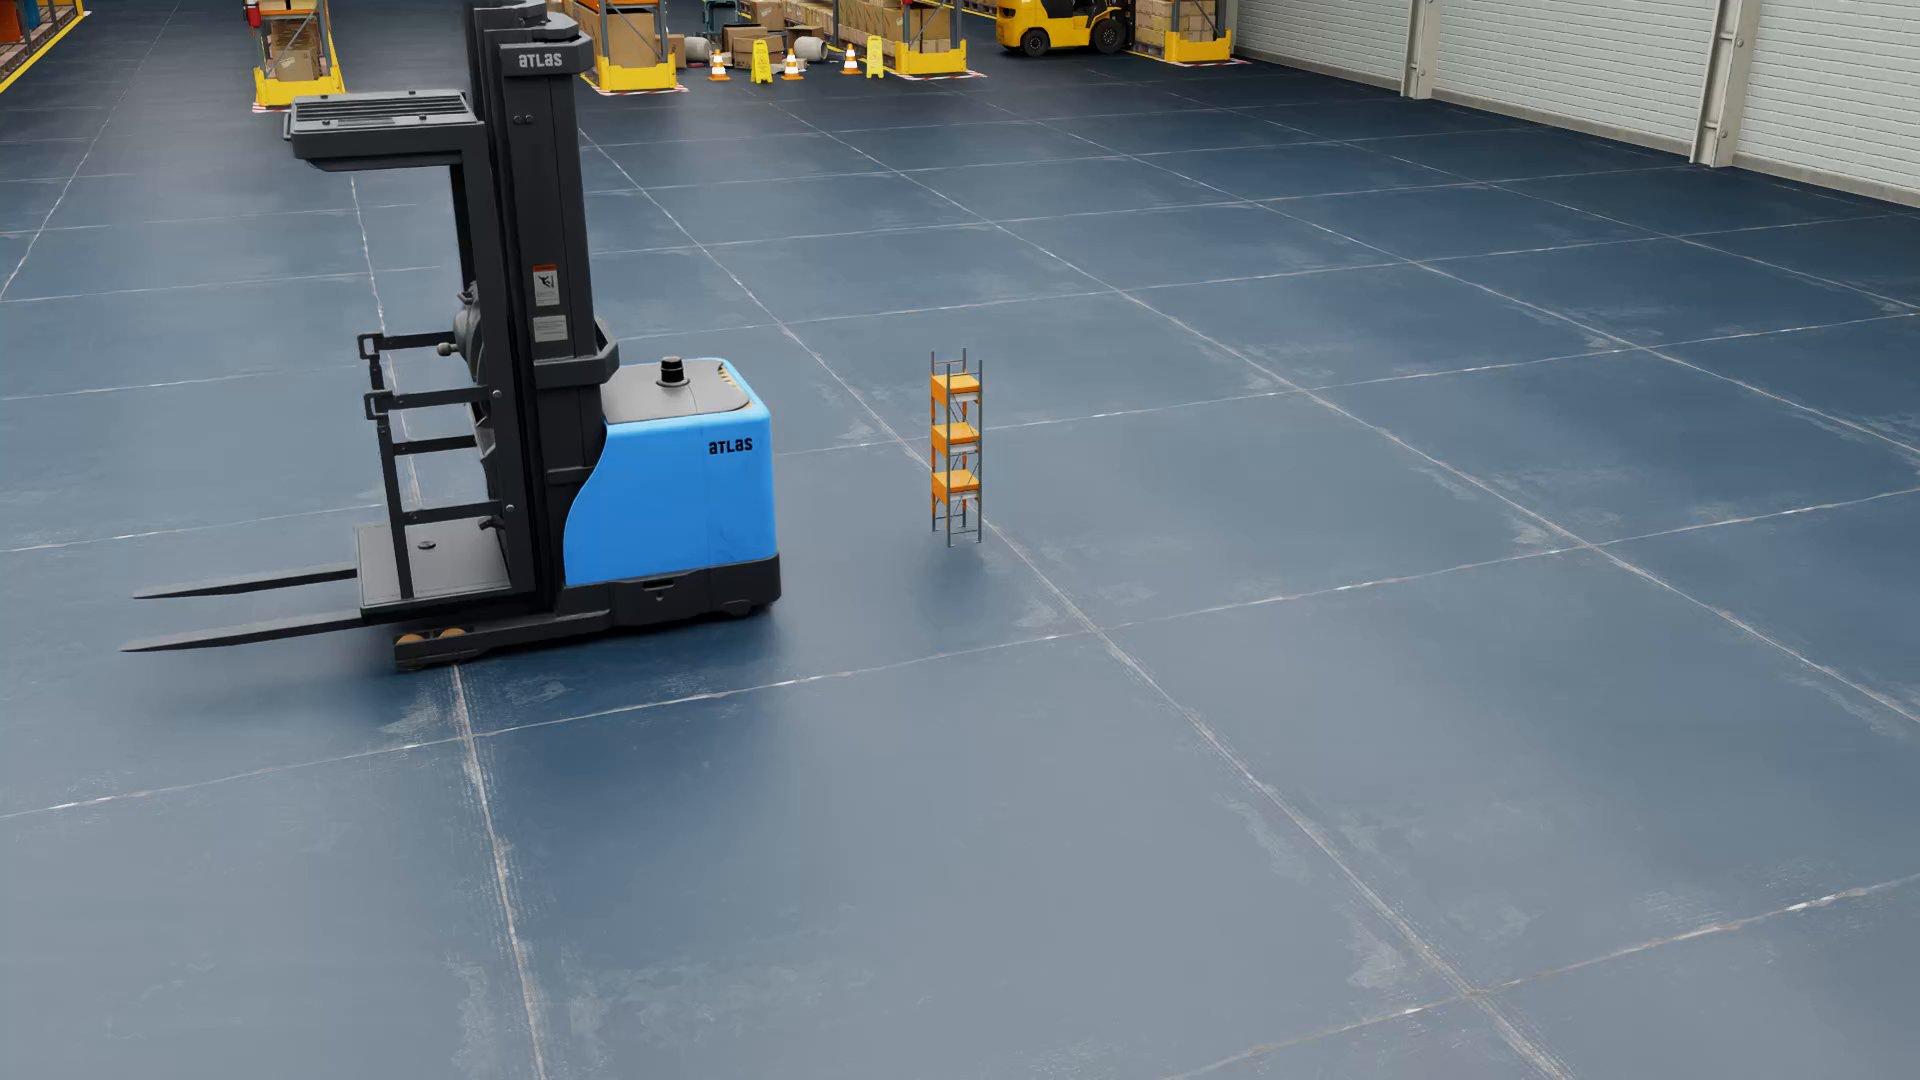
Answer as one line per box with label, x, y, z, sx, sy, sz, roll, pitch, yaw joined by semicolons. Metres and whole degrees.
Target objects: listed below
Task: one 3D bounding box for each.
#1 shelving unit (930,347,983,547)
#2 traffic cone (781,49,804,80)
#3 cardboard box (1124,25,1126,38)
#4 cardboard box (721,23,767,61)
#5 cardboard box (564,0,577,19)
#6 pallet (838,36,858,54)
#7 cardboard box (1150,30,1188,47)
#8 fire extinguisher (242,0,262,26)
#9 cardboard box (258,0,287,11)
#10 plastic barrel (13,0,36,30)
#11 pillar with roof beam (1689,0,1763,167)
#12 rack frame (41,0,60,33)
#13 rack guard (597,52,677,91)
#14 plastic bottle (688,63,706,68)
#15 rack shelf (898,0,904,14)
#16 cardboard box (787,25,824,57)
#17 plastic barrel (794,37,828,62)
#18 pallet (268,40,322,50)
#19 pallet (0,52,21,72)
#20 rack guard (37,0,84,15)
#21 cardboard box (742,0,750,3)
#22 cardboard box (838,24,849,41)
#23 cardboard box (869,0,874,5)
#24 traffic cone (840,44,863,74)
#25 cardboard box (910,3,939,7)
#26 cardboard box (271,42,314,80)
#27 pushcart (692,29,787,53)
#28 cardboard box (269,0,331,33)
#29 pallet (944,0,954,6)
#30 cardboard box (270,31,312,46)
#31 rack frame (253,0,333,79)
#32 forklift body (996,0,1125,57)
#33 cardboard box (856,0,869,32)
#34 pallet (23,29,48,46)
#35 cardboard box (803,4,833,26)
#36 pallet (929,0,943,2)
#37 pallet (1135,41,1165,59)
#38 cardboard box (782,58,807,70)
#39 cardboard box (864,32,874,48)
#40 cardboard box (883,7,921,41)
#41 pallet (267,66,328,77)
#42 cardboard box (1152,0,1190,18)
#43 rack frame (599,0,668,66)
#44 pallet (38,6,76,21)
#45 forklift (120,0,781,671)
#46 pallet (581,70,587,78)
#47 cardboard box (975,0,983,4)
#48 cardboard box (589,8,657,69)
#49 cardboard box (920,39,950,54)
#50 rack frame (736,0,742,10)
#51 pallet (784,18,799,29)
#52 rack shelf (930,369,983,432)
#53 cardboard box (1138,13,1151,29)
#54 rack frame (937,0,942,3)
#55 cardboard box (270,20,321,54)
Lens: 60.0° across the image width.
shelving unit;-0.019;-0.503;9.092;0.215;1.050;0.252;-8;24;-19
traffic cone;-2.734;-7.736;27.009;0.336;0.463;0.334;-8;24;-19
cardboard box;3.184;-9.489;30.900;0.500;0.250;0.500;-8;24;-17
cardboard box;-3.785;-8.743;29.172;0.797;0.637;0.503;-8;24;-19
cardboard box;-6.309;-8.916;28.736;0.875;0.875;0.875;-8;24;-18
pallet;-1.600;-9.131;30.642;1.003;0.211;1.213;-8;24;-19
cardboard box;3.723;-8.938;29.594;0.500;0.250;0.500;-8;24;-19
fire extinguisher;-10.119;-7.702;23.760;0.296;0.674;0.183;-8;24;-19
cardboard box;-10.022;-7.801;24.221;0.380;0.149;0.250;-8;24;-19
plastic barrel;-18.175;-10.292;31.967;0.600;0.901;0.708;-8;24;-19
pillar with roof beam;4.994;-8.074;16.821;9.100;9.000;0.400;-8;24;-19
rack frame;-18.601;-11.523;32.726;1.000;3.000;0.127;-8;24;-19
rack guard;-5.044;-7.325;25.986;1.175;0.500;0.348;-8;24;-19
plastic bottle;-4.498;-8.126;28.451;0.283;0.061;0.133;-18;29;-37
rack shelf;-1.164;-9.597;29.084;1.077;0.370;4.000;-8;24;-19
cardboard box;-2.765;-8.928;29.786;0.500;0.500;0.500;8;24;18
plastic barrel;-2.603;-8.557;29.008;0.512;0.421;0.421;8;24;18
pallet;-11.853;-8.737;29.708;1.003;0.211;1.213;-8;24;-19
pallet;-16.524;-8.055;28.089;1.003;0.211;1.213;-8;24;-19
rack guard;-20.035;-11.831;36.677;1.175;0.500;0.348;-8;24;-19
cardboard box;-4.403;-12.562;37.387;0.875;0.875;0.875;-8;24;-17
cardboard box;-1.915;-9.330;30.524;0.500;0.250;0.500;-10;25;-21
cardboard box;-1.354;-9.340;28.747;0.380;0.149;0.250;-7;24;-17
traffic cone;-1.816;-8.012;27.663;0.336;0.463;0.334;-8;24;-19
cardboard box;-0.681;-9.003;28.782;0.500;0.500;0.500;-9;25;-21
cardboard box;-10.177;-7.325;25.446;0.500;0.500;0.500;-2;23;-5
pushcart;-3.986;-9.116;30.392;1.648;0.377;0.936;-18;29;-37
cardboard box;-12.779;-10.217;31.823;1.225;0.875;0.875;-10;25;-21
pallet;0.268;-12.669;39.037;1.003;0.211;1.213;-8;24;-19
cardboard box;-10.828;-7.979;26.997;0.500;0.500;0.500;-1;23;-2
rack frame;-9.728;-7.842;23.994;1.000;3.000;0.127;-8;24;-19
forklift body;1.808;-9.932;30.045;2.313;2.155;1.214;-8;24;-19
cardboard box;-1.533;-9.294;29.473;0.500;0.500;0.500;-7;24;-16
pallet;-17.933;-9.508;31.536;1.003;0.211;1.213;-8;24;-19
cardboard box;-2.563;-10.341;32.766;0.950;0.372;0.625;-8;24;-17
pallet;-0.296;-13.209;40.318;1.003;0.211;1.213;-8;24;-19
pallet;3.876;-8.871;30.026;1.003;0.211;1.213;-8;24;-19
cardboard box;-2.810;-8.087;28.245;0.380;0.149;0.250;4;23;9
cardboard box;-1.360;-8.764;29.180;0.500;0.250;0.500;-9;25;-21
cardboard box;-0.984;-8.729;28.132;0.500;0.500;0.500;-8;24;-19
pallet;-10.436;-7.327;26.363;1.003;0.211;1.213;-8;24;-19
cardboard box;3.730;-9.396;29.393;0.500;0.250;0.500;-8;24;-17
rack frame;-5.053;-8.486;25.521;1.000;3.000;0.127;-8;24;-19
pallet;-19.759;-11.386;35.993;1.003;0.211;1.213;-8;24;-19
forklift;-2.476;-0.969;7.775;3.031;2.935;1.130;-8;24;-18
pallet;-5.835;-7.923;27.777;1.003;0.211;1.213;-8;24;-19
cardboard box;0.654;-12.330;37.319;0.500;0.500;0.500;-7;24;-17
cardboard box;-5.354;-7.938;26.416;0.875;0.875;0.875;-8;24;-19
cardboard box;-0.484;-8.459;28.458;0.500;0.250;0.500;-9;24;-19
rack frame;-4.697;-13.562;37.565;1.000;3.000;0.127;-8;24;-19
pallet;-3.009;-10.539;33.984;1.003;0.211;1.213;-8;24;-19
rack shelf;-0.019;-0.755;8.986;0.215;0.259;0.240;-8;24;-19
cardboard box;3.553;-9.359;29.948;0.500;0.250;0.500;-9;24;-20
rack frame;-0.054;-14.244;39.184;1.000;3.000;0.127;-8;24;-19
cardboard box;-11.338;-8.572;28.378;0.700;0.500;0.500;-10;25;-23
